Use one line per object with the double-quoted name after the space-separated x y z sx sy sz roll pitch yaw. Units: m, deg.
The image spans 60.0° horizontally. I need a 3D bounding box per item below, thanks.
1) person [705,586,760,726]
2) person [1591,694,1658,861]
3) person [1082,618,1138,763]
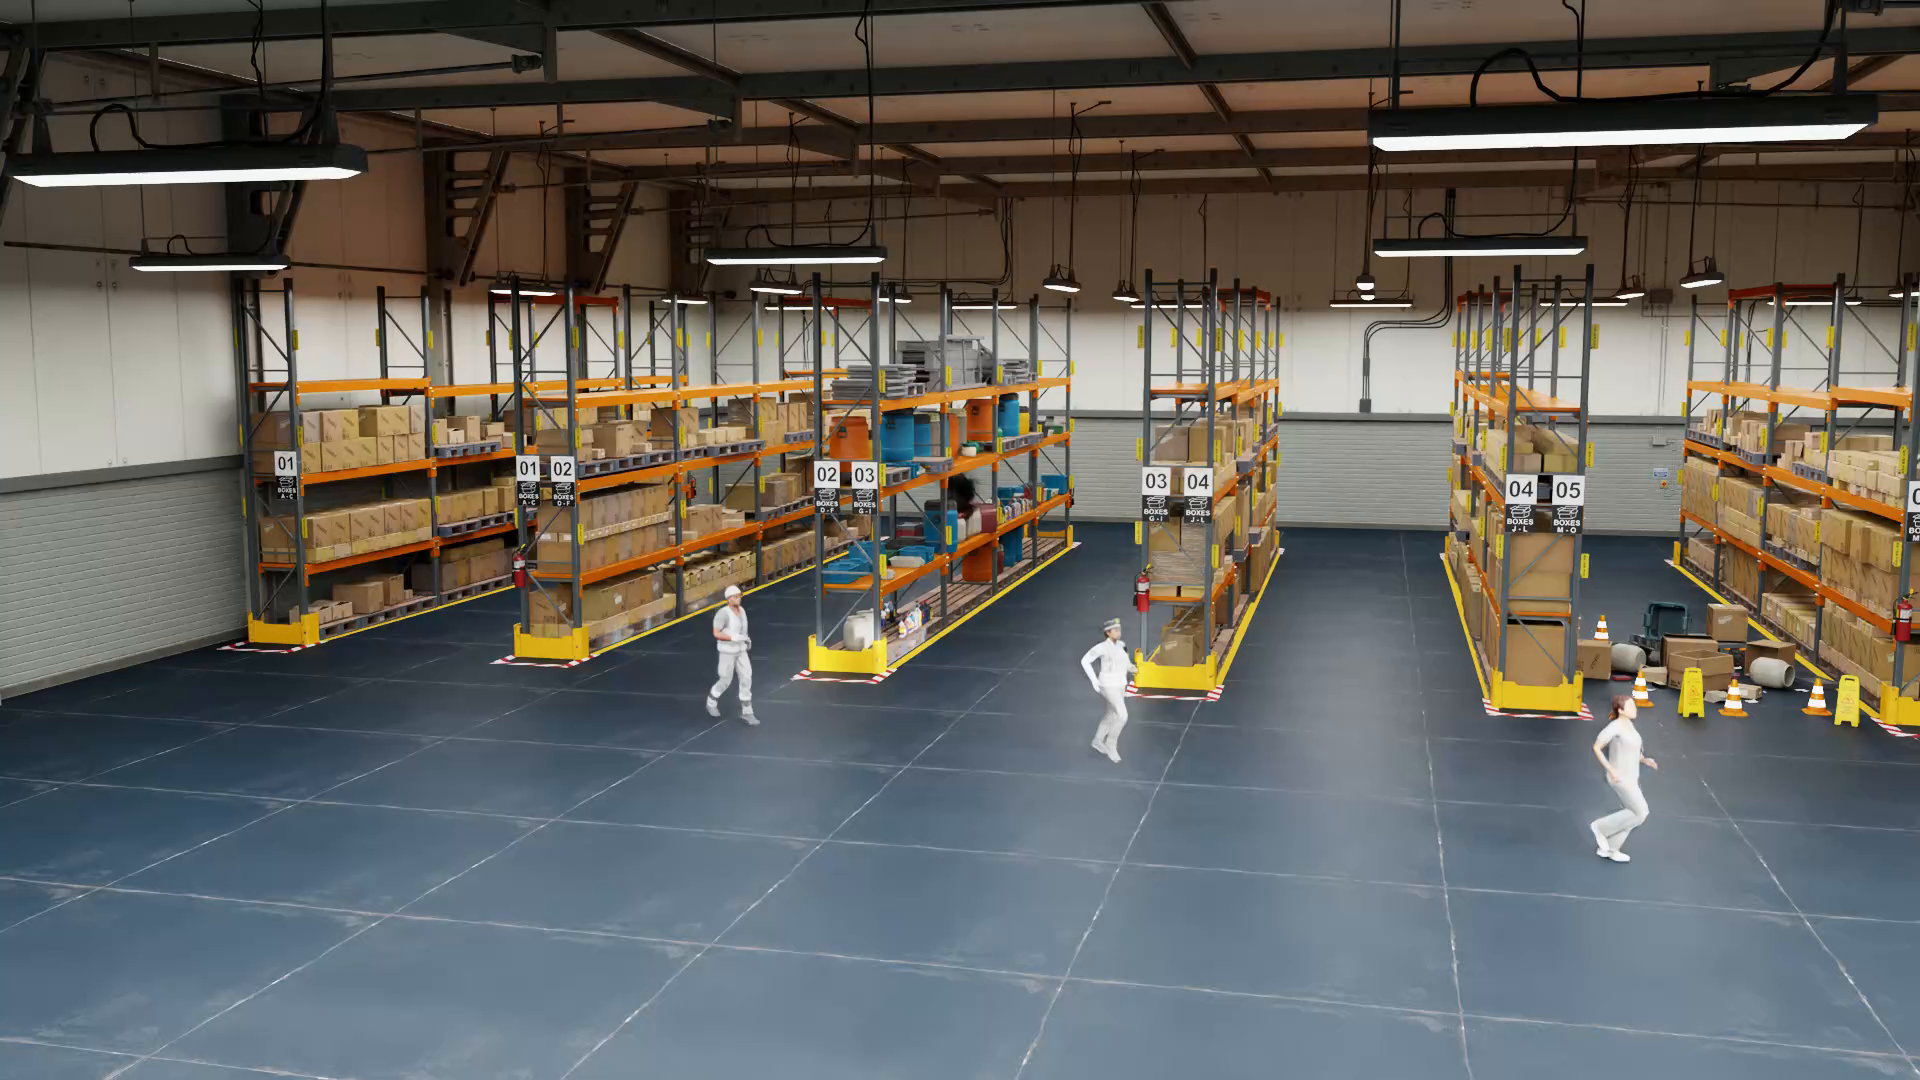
-2.992 1.500 21.823 0.854 1.829 0.684 5 9 38 "person"
6.395 2.290 15.967 0.553 1.630 0.557 6 9 42 "person"
1.829 1.788 19.905 0.708 1.726 0.572 6 9 42 "person"
